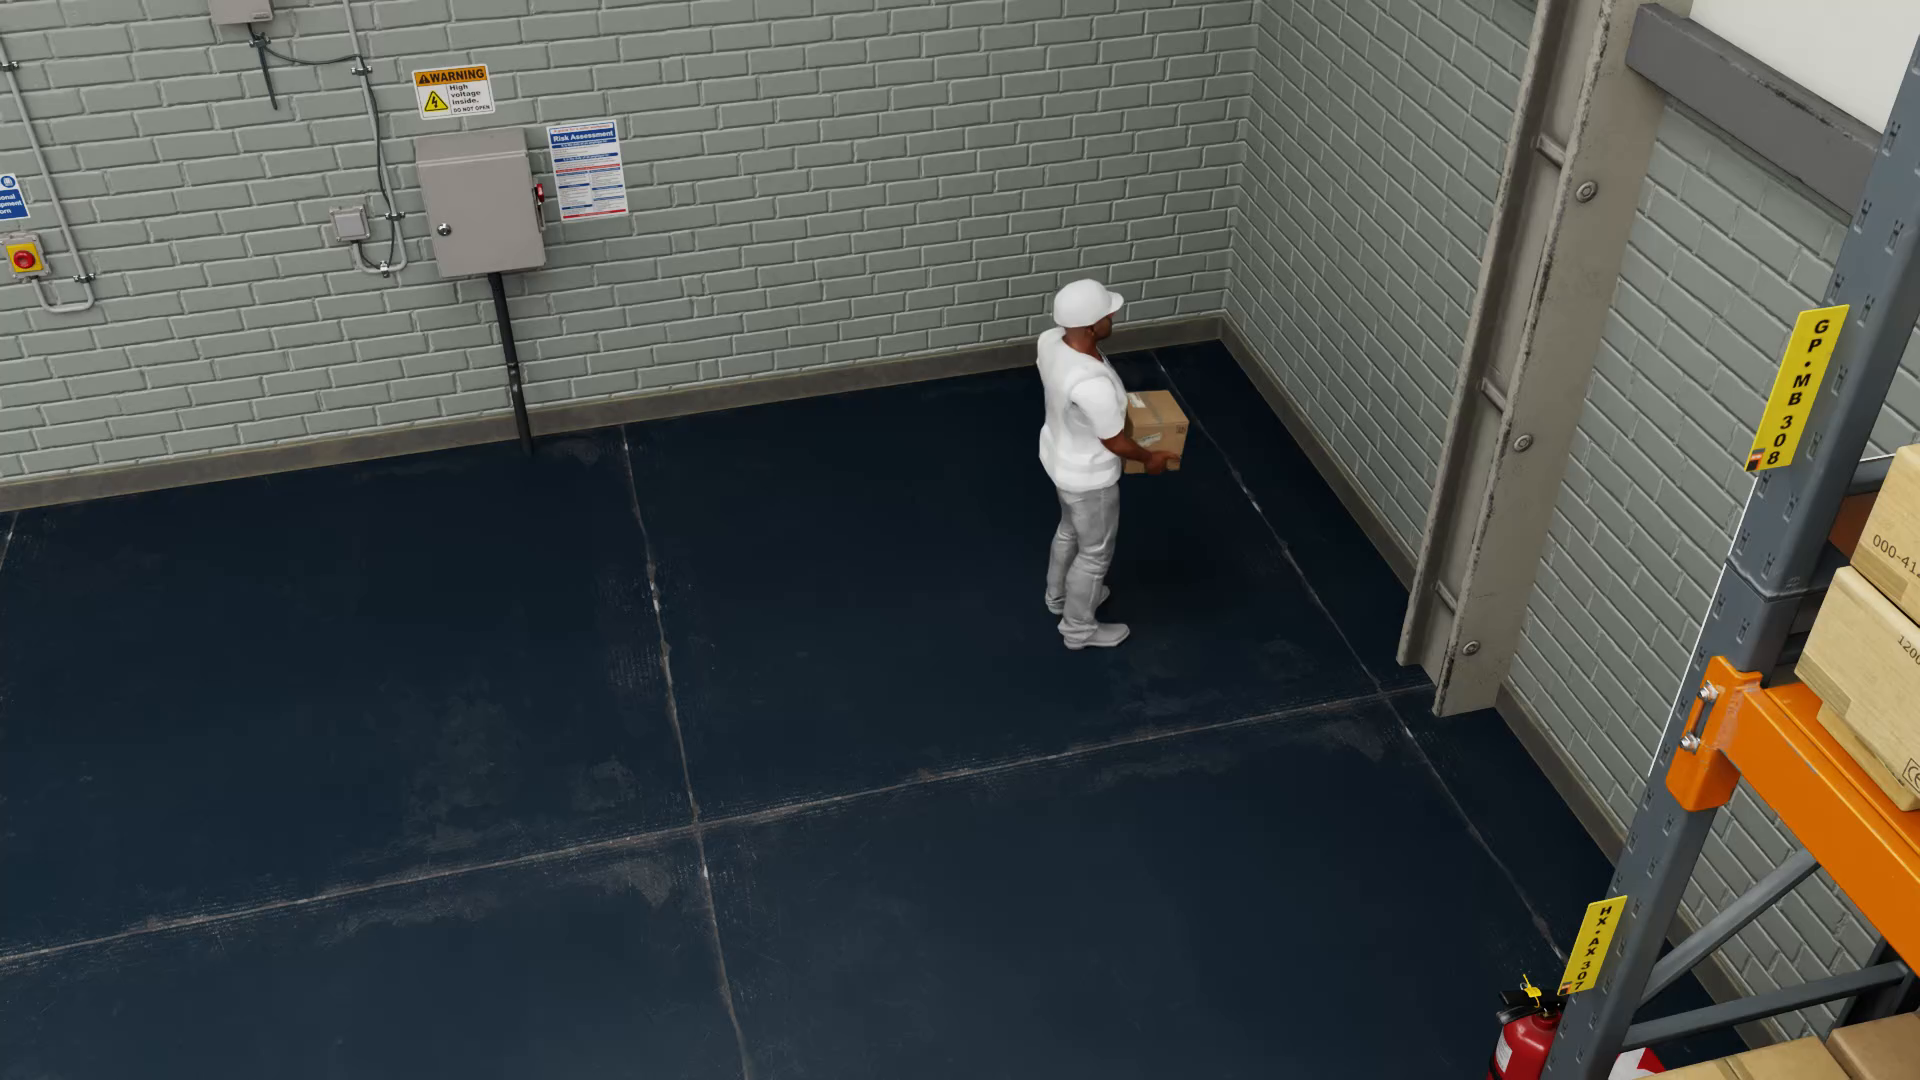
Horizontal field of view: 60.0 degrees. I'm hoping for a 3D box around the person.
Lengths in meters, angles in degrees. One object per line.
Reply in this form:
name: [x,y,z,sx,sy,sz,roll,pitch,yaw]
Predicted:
person: [0.619,-0.337,7.126,0.567,1.769,0.528,-10,39,-12]
